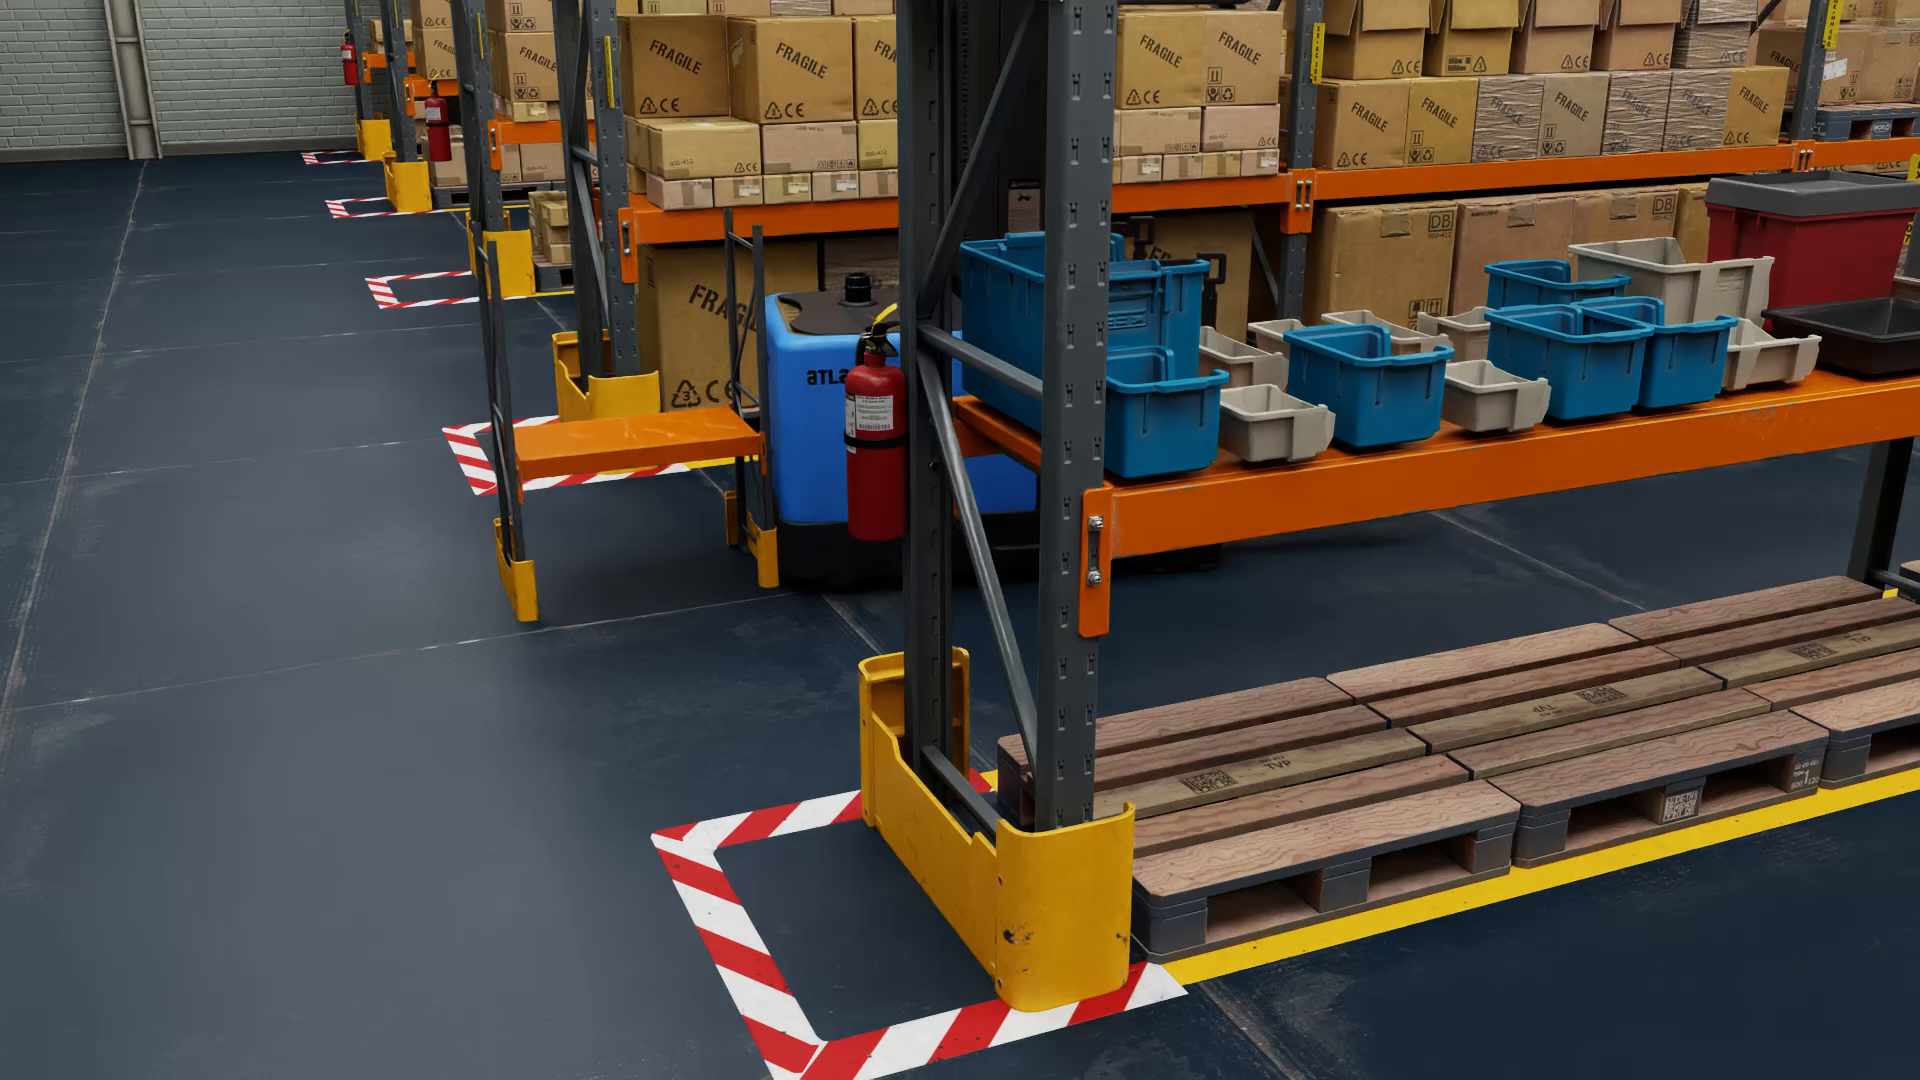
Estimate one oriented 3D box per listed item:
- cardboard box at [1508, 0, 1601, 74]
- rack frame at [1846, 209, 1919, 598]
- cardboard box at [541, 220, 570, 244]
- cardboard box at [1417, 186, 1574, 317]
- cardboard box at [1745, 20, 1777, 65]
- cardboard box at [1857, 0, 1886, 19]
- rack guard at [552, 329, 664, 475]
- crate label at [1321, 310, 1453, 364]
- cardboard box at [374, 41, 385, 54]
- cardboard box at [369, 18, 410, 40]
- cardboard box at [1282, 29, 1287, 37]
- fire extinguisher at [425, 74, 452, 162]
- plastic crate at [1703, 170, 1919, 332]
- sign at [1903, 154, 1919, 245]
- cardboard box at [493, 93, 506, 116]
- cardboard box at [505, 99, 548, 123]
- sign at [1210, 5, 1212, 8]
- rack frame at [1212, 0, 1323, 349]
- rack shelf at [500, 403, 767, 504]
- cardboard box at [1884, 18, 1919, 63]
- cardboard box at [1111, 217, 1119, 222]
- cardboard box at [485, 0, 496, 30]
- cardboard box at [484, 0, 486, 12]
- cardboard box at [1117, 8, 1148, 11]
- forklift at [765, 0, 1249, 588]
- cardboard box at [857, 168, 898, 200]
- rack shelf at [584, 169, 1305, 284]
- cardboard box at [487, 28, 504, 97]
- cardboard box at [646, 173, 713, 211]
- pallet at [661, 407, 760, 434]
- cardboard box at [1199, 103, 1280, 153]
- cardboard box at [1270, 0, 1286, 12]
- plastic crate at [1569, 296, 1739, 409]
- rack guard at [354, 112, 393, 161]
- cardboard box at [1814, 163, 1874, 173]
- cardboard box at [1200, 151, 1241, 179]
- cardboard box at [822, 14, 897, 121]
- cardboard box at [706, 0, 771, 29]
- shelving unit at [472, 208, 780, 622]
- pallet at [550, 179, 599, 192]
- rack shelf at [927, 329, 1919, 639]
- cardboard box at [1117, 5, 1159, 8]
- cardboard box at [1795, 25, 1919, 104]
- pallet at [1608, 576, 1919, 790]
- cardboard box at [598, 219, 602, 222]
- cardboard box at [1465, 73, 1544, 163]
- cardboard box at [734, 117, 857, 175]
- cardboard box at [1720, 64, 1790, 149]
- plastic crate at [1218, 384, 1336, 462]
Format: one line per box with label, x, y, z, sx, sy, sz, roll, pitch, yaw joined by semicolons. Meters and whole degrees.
cardboard box;3.577;-3.250;10.574;0.637;0.503;0.797;-7;21;-20
rack frame;3.756;-0.959;5.729;0.127;3.000;1.000;-8;21;-22
cardboard box;-3.167;-2.453;13.186;0.250;0.149;0.380;-7;21;-20
cardboard box;3.194;-1.873;10.893;0.875;0.875;1.225;-9;21;-24
cardboard box;8.098;-5.250;17.690;0.550;0.550;0.875;-8;21;-22
cardboard box;9.549;-5.984;18.150;0.550;0.550;0.875;-8;21;-22
rack guard;-1.900;-0.761;8.931;0.348;0.500;1.175;-8;21;-22
crate label;1.279;-0.577;4.951;0.243;0.136;0.396;-8;21;-22
cardboard box;-7.363;-6.320;21.332;0.250;0.149;0.380;-8;21;-22
cardboard box;-7.456;-6.689;21.782;0.500;0.250;0.500;-8;21;-20
cardboard box;2.855;-4.611;14.950;0.250;0.149;0.380;-7;21;-20
fire extinguisher;-4.164;-3.364;13.238;0.183;0.674;0.296;-8;21;-22
plastic crate;2.837;-0.977;5.592;0.583;0.464;0.402;-8;21;-22
sign;3.540;-1.258;6.160;0.005;0.325;0.100;-8;21;-22
cardboard box;-3.563;-3.480;13.266;0.250;0.149;0.380;-8;21;-22
cardboard box;-3.323;-3.293;12.737;0.250;0.149;0.380;-8;21;-22
sign;1.571;-3.142;10.306;0.005;0.325;0.100;-8;21;-22
rack frame;1.795;-2.469;10.019;0.127;3.000;1.000;-8;21;-22
rack shelf;-1.353;-0.369;6.854;1.000;0.185;0.538;-8;21;-21
cardboard box;10.122;-5.503;18.409;0.550;0.550;0.875;-8;21;-22
cardboard box;0.330;-1.484;9.789;0.875;0.875;0.875;-8;21;-22
cardboard box;-3.429;-4.264;13.012;0.500;0.500;0.500;-9;21;-23
cardboard box;-4.778;-5.530;17.056;0.500;0.500;0.500;-9;21;-23
cardboard box;0.798;-2.845;9.735;0.500;0.500;0.500;-8;21;-22
forklift;0.667;-1.409;7.110;3.031;2.935;1.130;-4;20;-10
cardboard box;-0.479;-1.907;8.799;0.250;0.149;0.380;-9;21;-23
rack shelf;-0.042;-1.867;9.391;4.000;0.370;1.077;-8;21;-22
cardboard box;-3.439;-3.794;13.183;0.500;0.500;0.500;-8;21;-21
cardboard box;-1.422;-1.771;8.413;0.250;0.149;0.380;-8;21;-21
pallet;-1.175;-0.757;9.354;1.213;0.211;1.003;-8;21;-22
cardboard box;1.493;-2.401;9.602;0.500;0.250;0.500;-9;21;-23
cardboard box;3.951;-6.667;20.710;0.500;0.500;0.500;-7;21;-20
plastic crate;1.925;-0.527;4.664;0.300;0.233;0.416;-8;21;-22
rack guard;-7.703;-5.309;21.849;0.348;0.500;1.175;-8;21;-22
cardboard box;9.538;-4.544;18.478;0.875;0.875;0.875;-9;21;-23
cardboard box;1.408;-2.177;9.566;0.250;0.149;0.380;-8;21;-21
cardboard box;-0.398;-2.483;8.707;0.500;0.500;0.500;-9;21;-23
cardboard box;-1.819;-4.304;13.126;0.500;0.500;0.500;-9;21;-24
shelving unit;-1.361;-0.538;6.791;1.083;1.500;0.587;-8;21;-21
pallet;-3.982;-3.938;18.389;1.213;0.211;1.003;-8;21;-22
rack shelf;1.920;-0.357;5.101;4.000;0.370;1.077;-8;21;-22
cardboard box;2.047;-6.392;19.928;0.500;0.500;0.500;-9;21;-23
cardboard box;6.420;-3.428;11.959;0.500;0.500;0.700;-5;20;-14
pallet;3.097;0.465;5.884;1.213;0.211;1.003;-8;21;-22
cardboard box;-2.929;-2.641;13.272;0.250;0.149;0.380;-8;21;-21
cardboard box;3.237;-2.633;10.333;0.500;0.500;0.500;-9;21;-23
cardboard box;-0.856;-2.064;8.645;0.500;0.250;0.500;-8;21;-23
cardboard box;5.112;-2.902;11.098;0.500;0.500;0.500;-7;21;-20
plastic crate;0.768;-0.286;4.124;0.298;0.136;0.250;-8;21;-22
